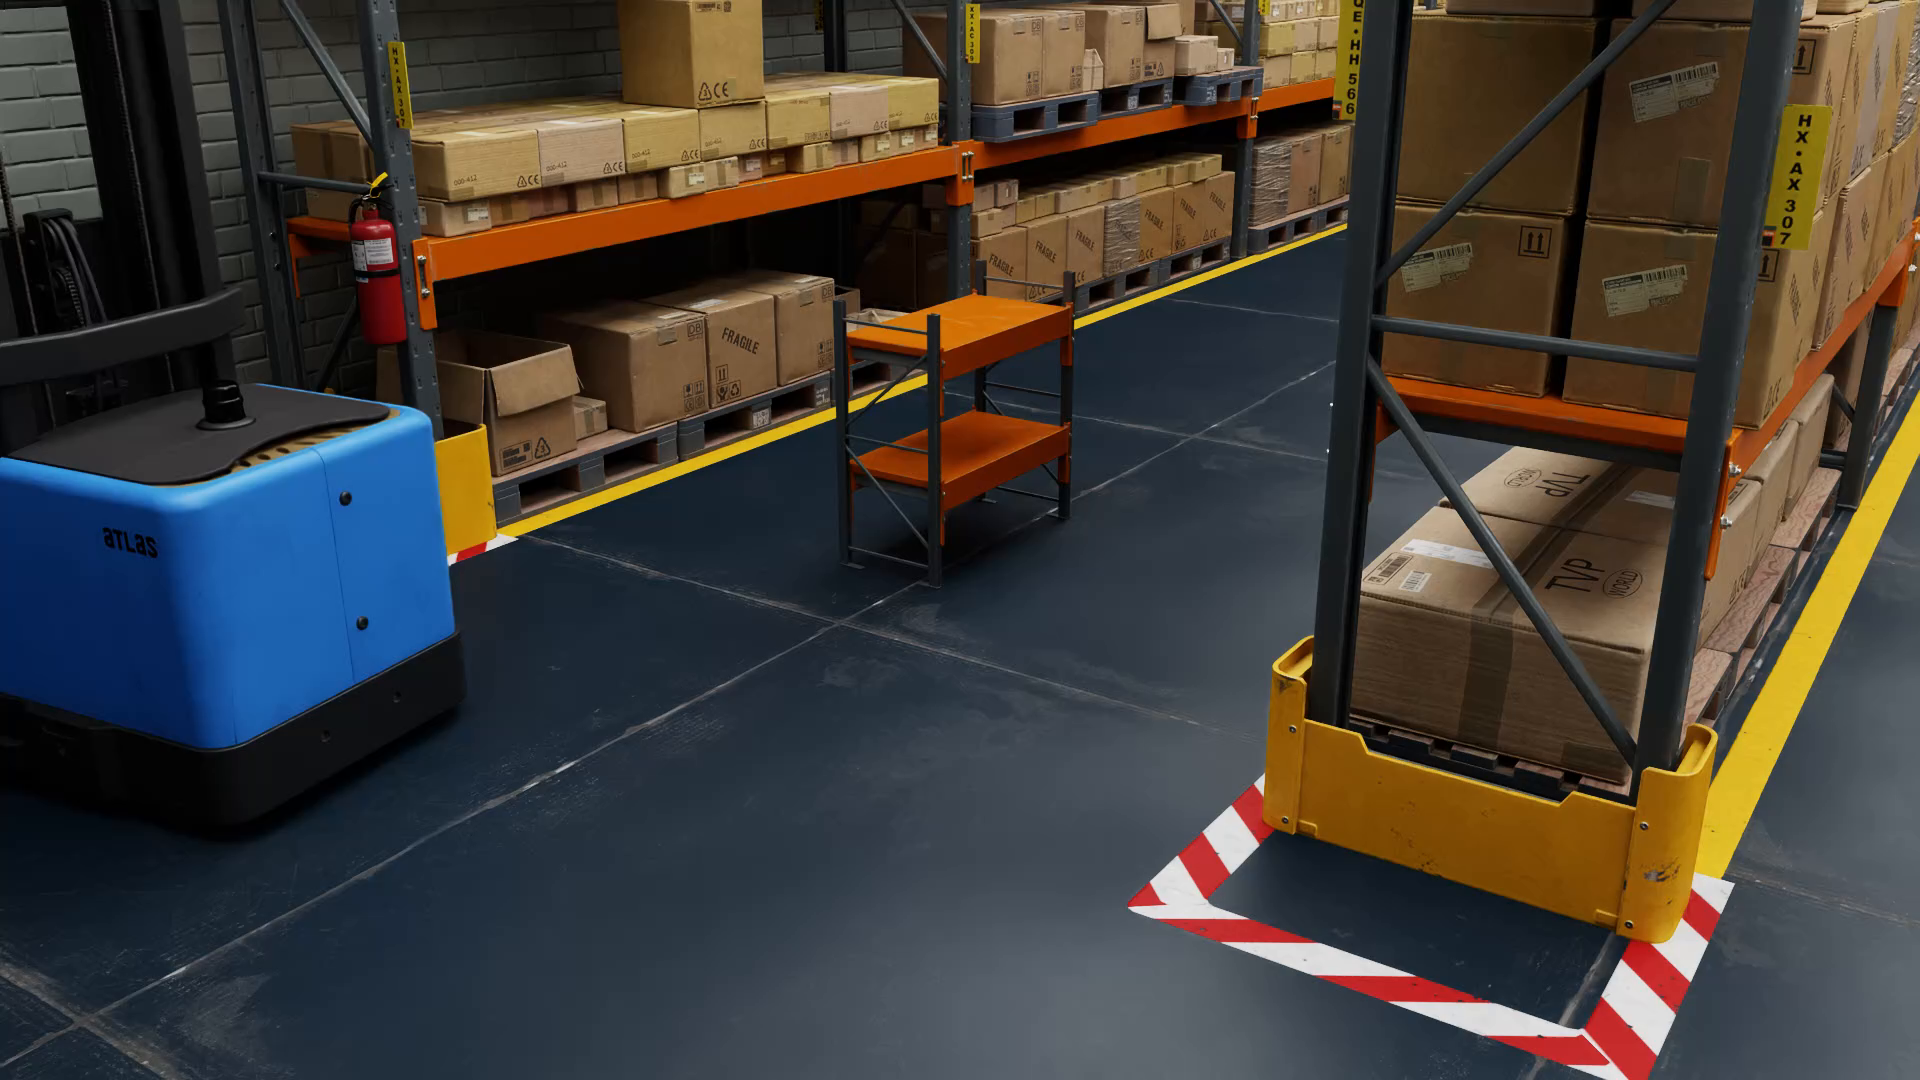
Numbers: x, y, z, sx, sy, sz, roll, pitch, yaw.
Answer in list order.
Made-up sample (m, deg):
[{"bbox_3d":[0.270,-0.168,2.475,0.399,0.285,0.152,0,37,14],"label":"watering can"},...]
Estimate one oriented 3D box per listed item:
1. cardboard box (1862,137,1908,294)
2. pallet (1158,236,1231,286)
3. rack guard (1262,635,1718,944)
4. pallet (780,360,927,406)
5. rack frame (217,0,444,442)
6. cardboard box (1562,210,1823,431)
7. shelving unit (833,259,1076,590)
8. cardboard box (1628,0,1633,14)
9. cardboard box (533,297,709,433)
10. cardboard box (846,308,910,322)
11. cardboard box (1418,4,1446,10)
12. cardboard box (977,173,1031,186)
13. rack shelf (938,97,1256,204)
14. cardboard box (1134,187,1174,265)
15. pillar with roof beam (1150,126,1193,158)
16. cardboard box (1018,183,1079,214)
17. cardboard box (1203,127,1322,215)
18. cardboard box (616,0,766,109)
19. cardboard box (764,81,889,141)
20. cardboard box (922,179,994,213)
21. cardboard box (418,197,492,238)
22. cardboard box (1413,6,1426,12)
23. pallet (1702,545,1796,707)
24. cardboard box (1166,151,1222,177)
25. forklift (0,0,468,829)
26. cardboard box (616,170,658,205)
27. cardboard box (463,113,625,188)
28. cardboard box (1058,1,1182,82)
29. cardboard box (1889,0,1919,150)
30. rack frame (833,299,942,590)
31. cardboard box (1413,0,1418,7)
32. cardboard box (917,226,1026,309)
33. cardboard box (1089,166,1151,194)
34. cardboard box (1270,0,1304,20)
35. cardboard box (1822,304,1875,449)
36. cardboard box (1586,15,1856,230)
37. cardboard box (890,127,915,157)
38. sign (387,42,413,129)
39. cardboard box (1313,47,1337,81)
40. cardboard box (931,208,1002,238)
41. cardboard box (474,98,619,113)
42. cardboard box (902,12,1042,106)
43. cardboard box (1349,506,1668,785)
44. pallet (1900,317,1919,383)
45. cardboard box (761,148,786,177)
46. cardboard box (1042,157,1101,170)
[{"bbox_3d":[3.120,-1.219,6.092,0.500,0.500,0.500,13,24,31],"label":"cardboard box"},{"bbox_3d":[1.414,-2.251,13.045,1.003,0.211,1.213,13,24,32],"label":"pallet"},{"bbox_3d":[1.462,0.676,4.716,1.175,0.500,0.348,13,24,32],"label":"rack guard"},{"bbox_3d":[-0.770,-1.113,9.969,1.003,0.211,1.213,13,24,32],"label":"pallet"},{"bbox_3d":[-2.632,-1.470,6.915,1.000,3.000,0.127,13,24,32],"label":"rack frame"},{"bbox_3d":[1.983,-0.632,4.504,0.500,0.500,0.500,13,24,31],"label":"cardboard box"},{"bbox_3d":[-0.004,-0.526,7.065,0.538,1.125,1.048,13,24,32],"label":"shelving unit"},{"bbox_3d":[1.993,-1.460,4.368,0.380,0.149,0.250,14,24,33],"label":"cardboard box"},{"bbox_3d":[-1.697,-0.889,8.343,0.700,0.500,0.500,14,25,34],"label":"cardboard box"},{"bbox_3d":[-0.453,-1.260,9.852,0.380,0.149,0.250,12,24,30],"label":"cardboard box"},{"bbox_3d":[4.579,-5.036,16.412,0.500,0.500,0.500,13,24,30],"label":"cardboard box"},{"bbox_3d":[0.278,-2.488,11.730,0.380,0.149,0.250,14,24,33],"label":"cardboard box"},{"bbox_3d":[0.741,-2.854,11.694,1.077,0.370,4.000,13,24,32],"label":"rack shelf"},{"bbox_3d":[1.224,-2.334,12.250,0.500,0.500,0.500,15,25,34],"label":"cardboard box"},{"bbox_3d":[5.413,-6.289,11.296,9.100,9.000,0.400,13,24,32],"label":"pillar with roof beam"},{"bbox_3d":[0.579,-2.314,11.258,0.380,0.149,0.250,13,24,32],"label":"cardboard box"},{"bbox_3d":[2.588,-3.214,14.447,0.875,0.625,0.625,14,25,34],"label":"cardboard box"},{"bbox_3d":[-1.311,-2.399,8.133,0.500,0.500,0.500,14,24,33],"label":"cardboard box"},{"bbox_3d":[-0.737,-2.346,9.072,0.500,0.250,0.500,13,24,32],"label":"cardboard box"},{"bbox_3d":[-0.012,-2.149,10.384,0.380,0.149,0.250,13,24,31],"label":"cardboard box"},{"bbox_3d":[-2.220,-1.393,7.069,0.380,0.149,0.250,13,24,31],"label":"cardboard box"},{"bbox_3d":[4.049,-4.886,15.647,0.500,0.250,0.500,13,24,31],"label":"cardboard box"},{"bbox_3d":[2.547,0.212,6.388,1.003,0.211,1.213,13,24,32],"label":"pallet"},{"bbox_3d":[1.797,-2.903,12.852,0.380,0.149,0.250,12,23,29],"label":"cardboard box"},{"bbox_3d":[-3.223,-0.861,5.368,3.031,2.935,1.130,10,22,24],"label":"forklift"},{"bbox_3d":[-1.659,-1.695,7.885,0.380,0.149,0.250,14,24,33],"label":"cardboard box"},{"bbox_3d":[-1.871,-1.761,7.490,0.500,0.250,0.500,14,24,32],"label":"cardboard box"},{"bbox_3d":[1.101,-3.506,11.666,0.797,0.503,0.637,13,24,31],"label":"cardboard box"},{"bbox_3d":[3.117,-1.685,5.912,0.500,0.500,0.500,14,24,33],"label":"cardboard box"},{"bbox_3d":[-0.290,-0.380,6.670,0.500,1.125,0.032,13,24,32],"label":"rack frame"},{"bbox_3d":[4.106,-5.123,15.711,0.380,0.149,0.250,14,25,34],"label":"cardboard box"},{"bbox_3d":[0.075,-1.737,10.635,0.500,0.500,0.500,15,25,34],"label":"cardboard box"},{"bbox_3d":[1.159,-2.613,12.068,0.380,0.149,0.250,13,24,31],"label":"cardboard box"},{"bbox_3d":[2.560,-4.306,13.503,0.380,0.149,0.250,14,25,33],"label":"cardboard box"},{"bbox_3d":[4.006,-1.045,8.222,0.875,0.875,0.875,14,25,33],"label":"cardboard box"},{"bbox_3d":[1.981,-1.101,4.332,0.500,0.500,0.500,13,24,31],"label":"cardboard box"},{"bbox_3d":[-0.482,-2.280,9.467,0.380,0.149,0.250,14,25,33],"label":"cardboard box"},{"bbox_3d":[-2.183,-1.770,6.479,0.100,0.325,0.005,13,24,32],"label":"sign"},{"bbox_3d":[2.888,-4.067,14.152,0.500,0.250,0.500,12,24,30],"label":"cardboard box"},{"bbox_3d":[0.039,-1.997,10.404,0.380,0.149,0.250,15,25,34],"label":"cardboard box"},{"bbox_3d":[-2.019,-2.012,8.167,0.500,0.250,0.500,14,25,33],"label":"cardboard box"},{"bbox_3d":[0.074,-2.957,10.185,0.700,0.500,0.500,14,24,33],"label":"cardboard box"},{"bbox_3d":[1.764,0.293,5.237,0.875,0.438,0.875,12,24,30],"label":"cardboard box"},{"bbox_3d":[5.467,-1.279,10.418,1.003,0.211,1.213,13,24,32],"label":"pallet"},{"bbox_3d":[-1.136,-2.000,8.710,0.380,0.149,0.250,14,24,33],"label":"cardboard box"},{"bbox_3d":[0.840,-2.787,12.539,0.380,0.149,0.250,12,23,29],"label":"cardboard box"}]
